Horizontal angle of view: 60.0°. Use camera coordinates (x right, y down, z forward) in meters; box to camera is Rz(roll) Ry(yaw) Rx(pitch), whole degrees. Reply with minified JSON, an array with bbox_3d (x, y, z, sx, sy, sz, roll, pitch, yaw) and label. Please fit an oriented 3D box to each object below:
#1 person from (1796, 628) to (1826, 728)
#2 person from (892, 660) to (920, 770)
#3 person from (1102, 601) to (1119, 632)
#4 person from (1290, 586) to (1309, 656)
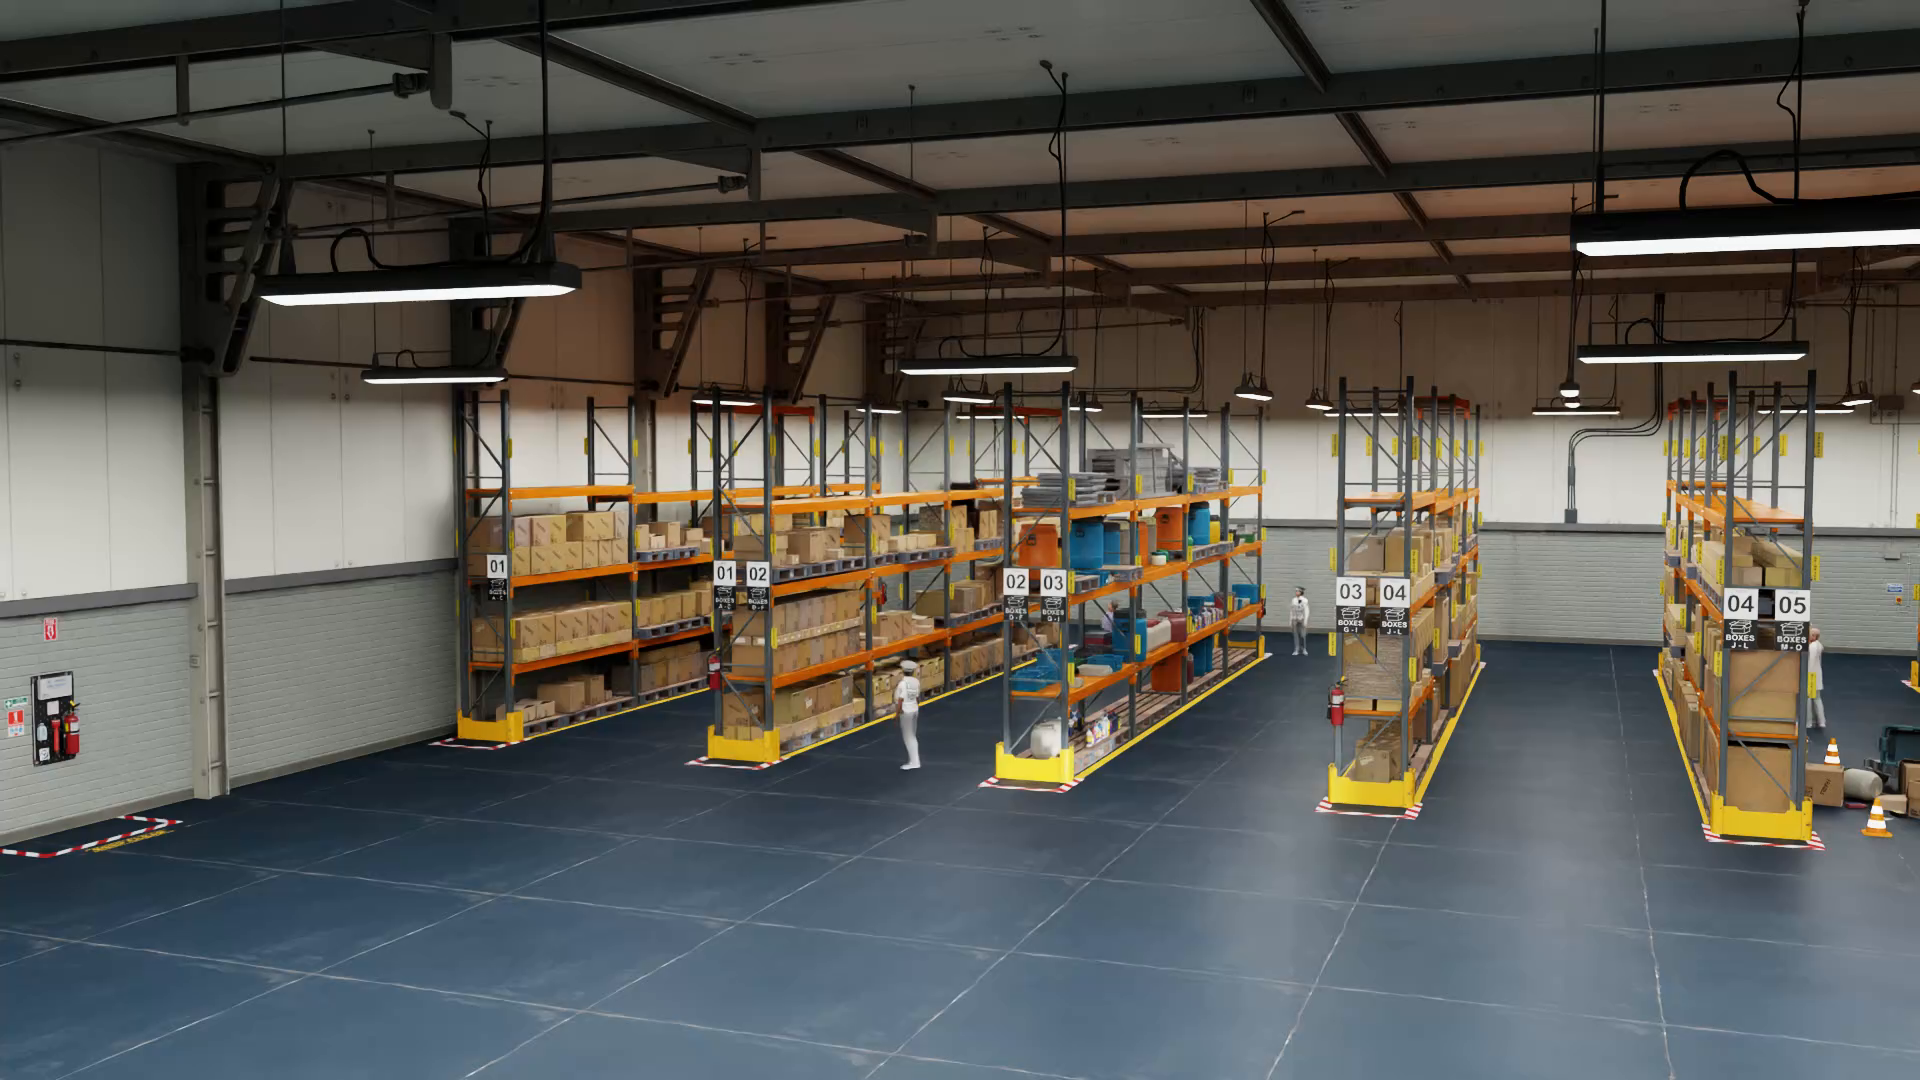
[{"bbox_3d":[15.305,2.472,29.883,0.597,1.780,0.515,-1,3,-23],"label":"person"},{"bbox_3d":[-0.817,2.731,25.965,0.444,1.707,0.488,1,3,19],"label":"person"},{"bbox_3d":[3.180,2.142,35.377,0.473,1.692,0.678,2,4,38],"label":"person"},{"bbox_3d":[8.198,1.948,40.205,0.531,1.696,0.418,2,4,28],"label":"person"}]
